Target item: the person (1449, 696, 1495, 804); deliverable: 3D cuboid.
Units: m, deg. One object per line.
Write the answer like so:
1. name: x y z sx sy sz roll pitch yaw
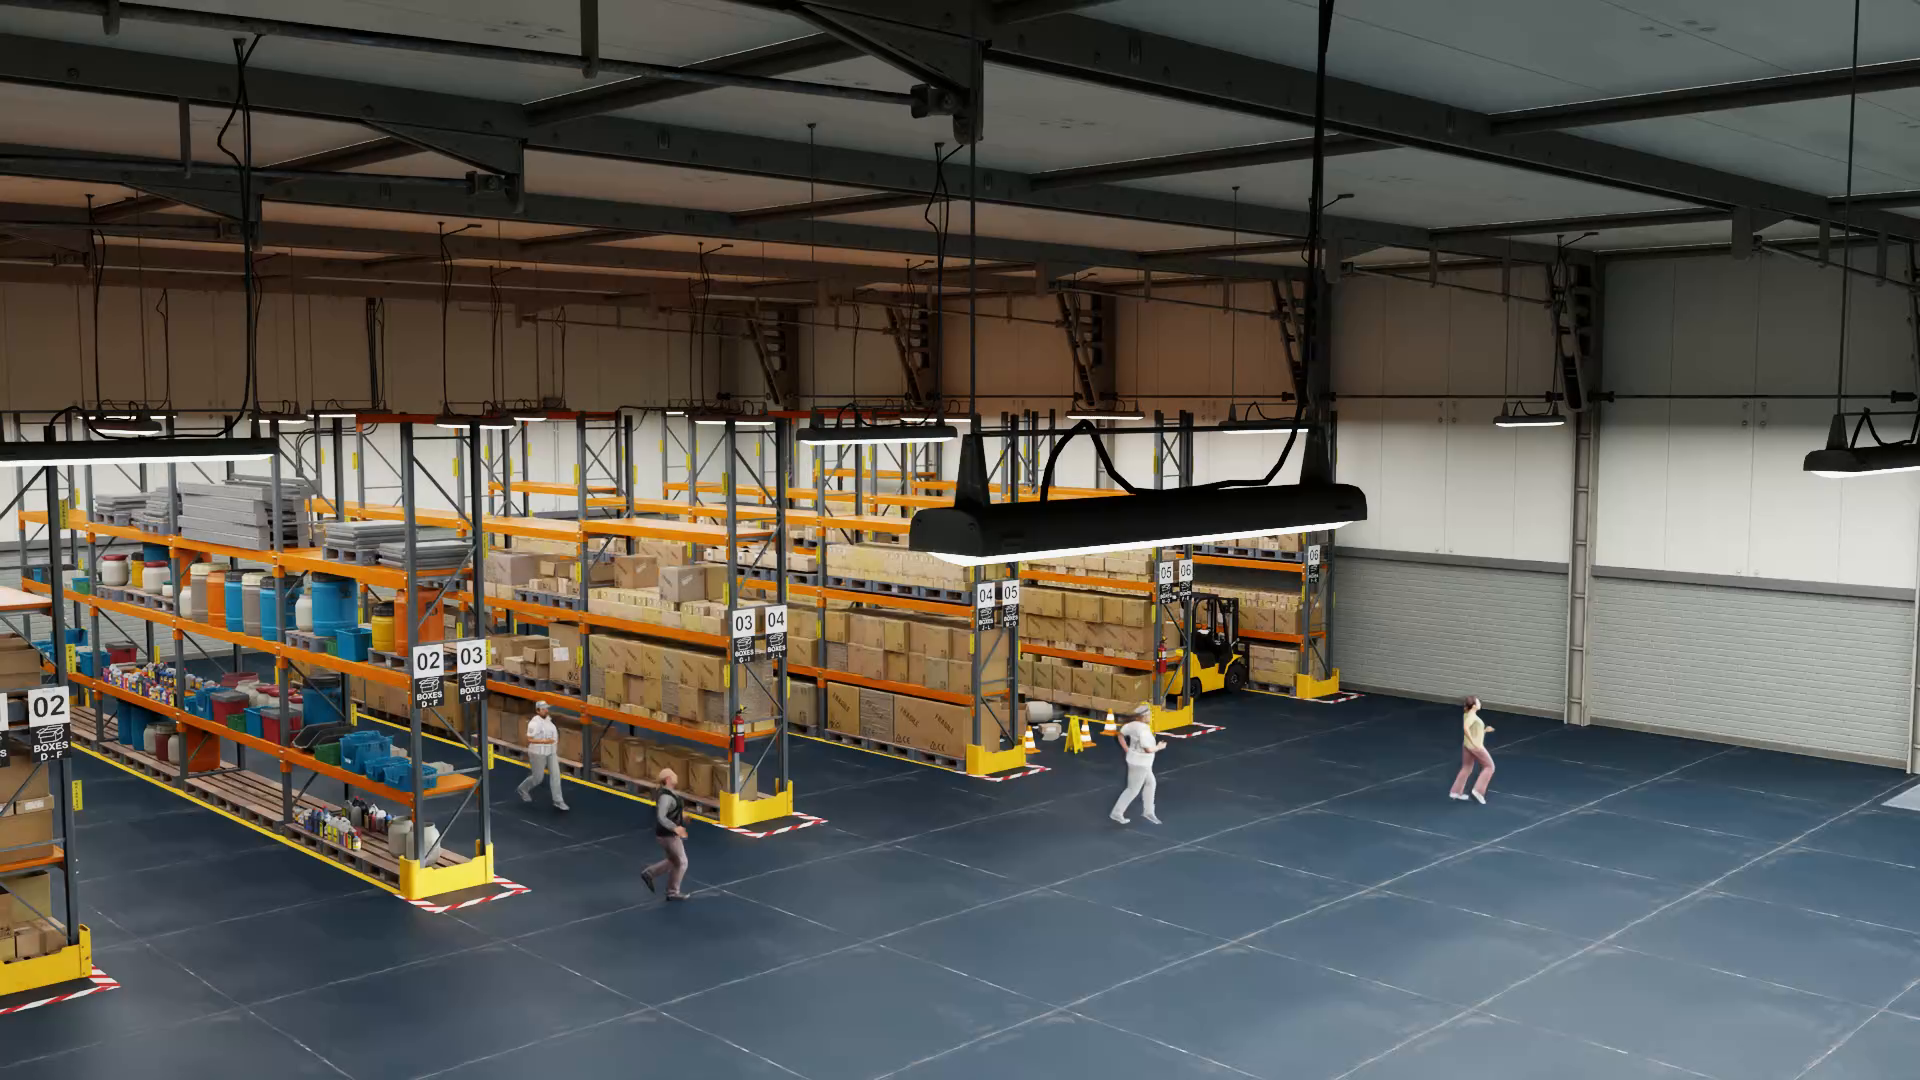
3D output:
1. person: 7.967 3.256 25.828 0.698 1.696 0.548 -1 5 -7

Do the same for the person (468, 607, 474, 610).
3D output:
1. person: -11.007 2.296 37.375 0.533 1.637 0.719 -4 6 -36

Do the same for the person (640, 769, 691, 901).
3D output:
1. person: -3.674 3.687 20.784 0.640 1.680 0.652 -1 5 -14

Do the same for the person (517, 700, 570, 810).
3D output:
1. person: -6.386 3.280 25.444 0.924 1.666 0.606 3 6 30

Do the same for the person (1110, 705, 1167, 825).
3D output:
1. person: 2.615 3.329 24.428 0.864 1.830 0.592 -1 5 -6
